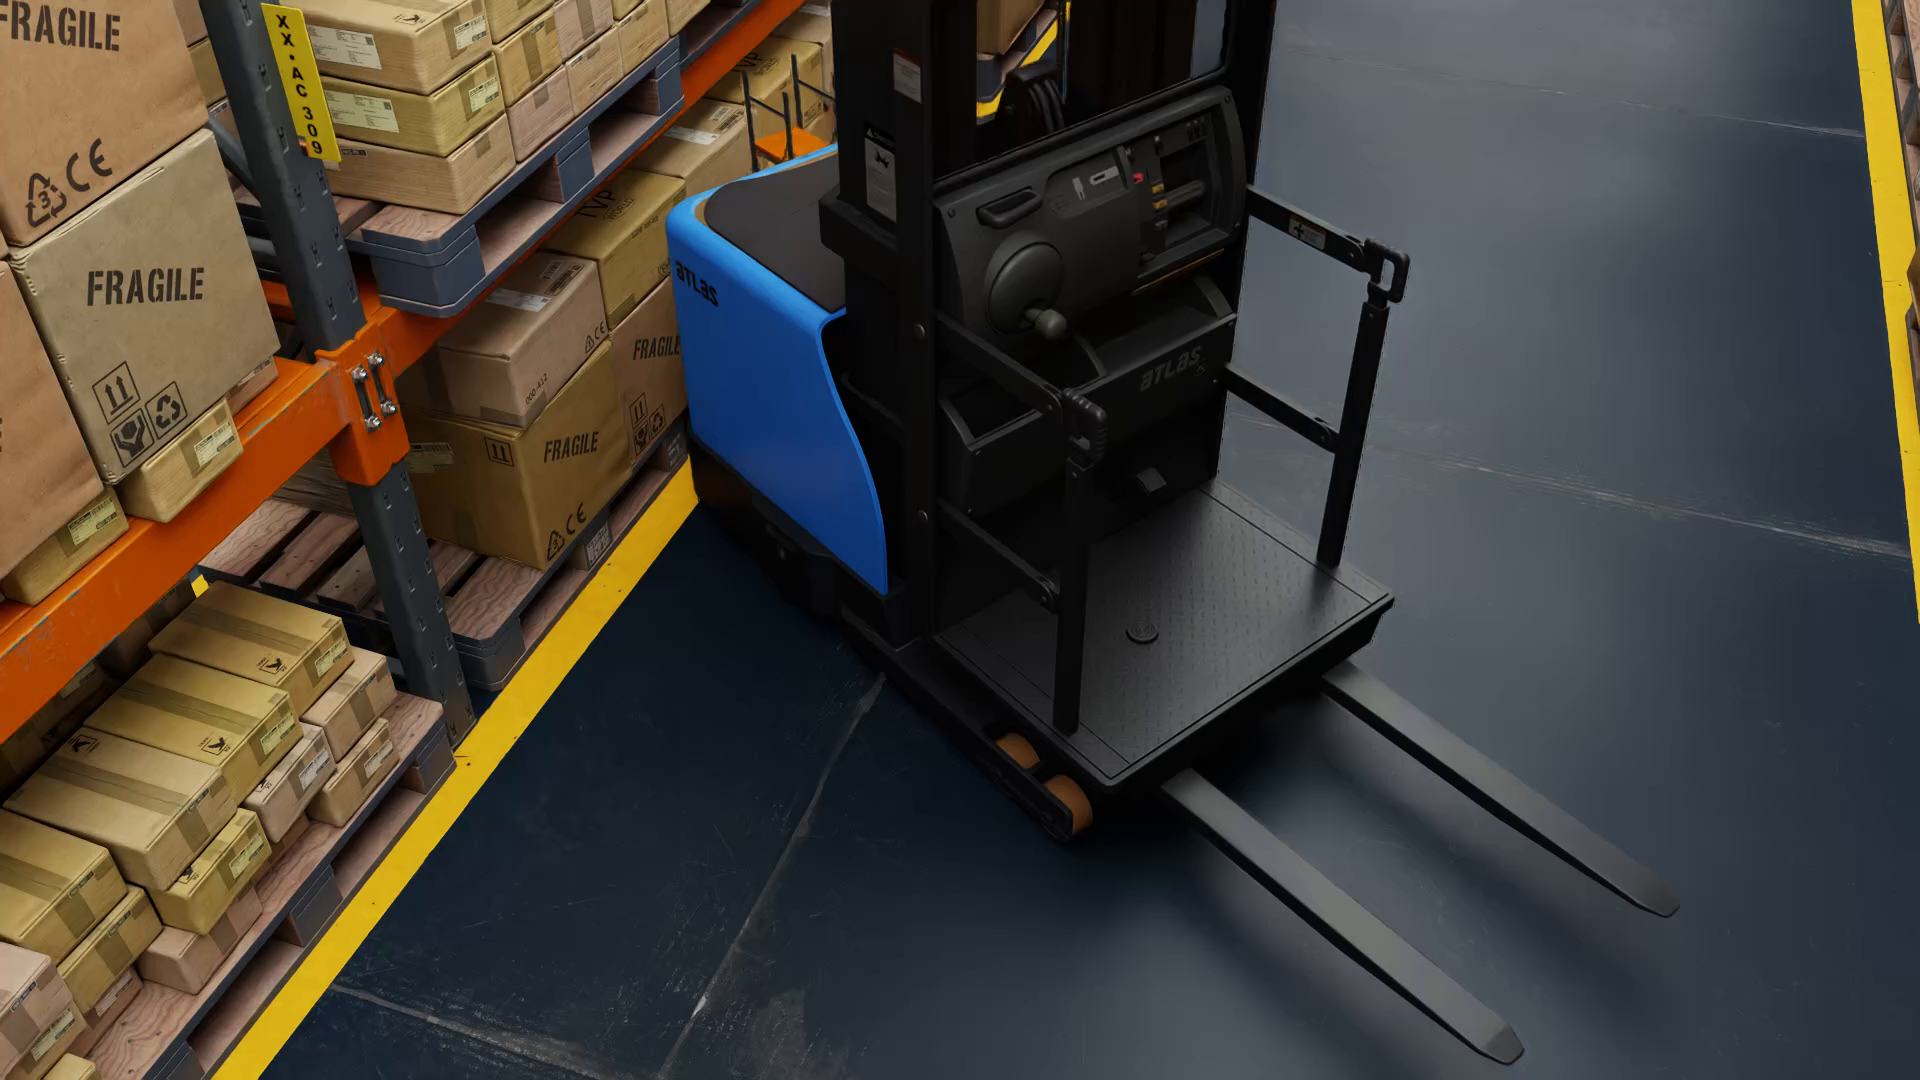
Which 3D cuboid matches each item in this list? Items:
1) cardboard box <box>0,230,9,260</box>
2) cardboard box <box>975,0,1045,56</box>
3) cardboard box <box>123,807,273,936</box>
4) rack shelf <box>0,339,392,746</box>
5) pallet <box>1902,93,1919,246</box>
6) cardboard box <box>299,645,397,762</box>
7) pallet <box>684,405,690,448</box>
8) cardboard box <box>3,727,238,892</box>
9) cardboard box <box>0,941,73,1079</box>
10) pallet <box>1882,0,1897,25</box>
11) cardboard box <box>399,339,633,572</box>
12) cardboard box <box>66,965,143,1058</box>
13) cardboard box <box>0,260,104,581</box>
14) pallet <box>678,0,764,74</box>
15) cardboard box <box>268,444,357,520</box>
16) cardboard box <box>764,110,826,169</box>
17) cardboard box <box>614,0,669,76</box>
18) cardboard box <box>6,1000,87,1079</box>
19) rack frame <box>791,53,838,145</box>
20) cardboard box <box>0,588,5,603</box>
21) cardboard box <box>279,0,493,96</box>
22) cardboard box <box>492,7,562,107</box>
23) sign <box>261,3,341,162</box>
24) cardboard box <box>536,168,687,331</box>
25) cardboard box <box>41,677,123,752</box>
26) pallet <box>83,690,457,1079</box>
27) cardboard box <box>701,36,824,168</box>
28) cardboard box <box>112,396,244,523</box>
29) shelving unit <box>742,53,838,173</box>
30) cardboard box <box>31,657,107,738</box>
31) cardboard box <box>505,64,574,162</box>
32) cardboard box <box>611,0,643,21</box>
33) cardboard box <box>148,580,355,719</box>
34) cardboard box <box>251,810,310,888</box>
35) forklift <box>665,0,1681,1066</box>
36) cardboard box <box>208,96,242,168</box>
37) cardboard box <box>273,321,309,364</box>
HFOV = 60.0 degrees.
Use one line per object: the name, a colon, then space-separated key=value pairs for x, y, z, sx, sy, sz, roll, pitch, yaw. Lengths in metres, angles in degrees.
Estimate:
cardboard box: x=-1.917 y=-0.571 z=2.531 sx=0.500 sy=0.500 sz=0.500 roll=12 pitch=42 yaw=14
cardboard box: x=-0.178 y=-2.798 z=7.628 sx=1.050 sy=0.750 sz=0.750 roll=13 pitch=42 yaw=14
cardboard box: x=-1.804 y=0.707 z=3.754 sx=0.380 sy=0.149 sz=0.250 roll=12 pitch=42 yaw=14
rack shelf: x=-2.523 y=0.791 z=2.566 sx=1.077 sy=0.370 sz=4.000 roll=13 pitch=42 yaw=15
pallet: x=4.424 y=-1.395 z=6.723 sx=1.003 sy=0.211 sz=1.213 roll=13 pitch=42 yaw=15
cardboard box: x=-1.648 y=0.372 z=4.147 sx=0.380 sy=0.149 sz=0.250 roll=14 pitch=42 yaw=16
pallet: x=-1.159 y=-0.864 z=6.099 sx=1.003 sy=0.211 sz=1.213 roll=13 pitch=42 yaw=15
cardboard box: x=-1.845 y=0.589 z=3.663 sx=0.380 sy=0.149 sz=0.250 roll=13 pitch=42 yaw=15
cardboard box: x=-2.012 y=0.915 z=3.281 sx=0.380 sy=0.149 sz=0.250 roll=11 pitch=42 yaw=13
pallet: x=5.258 y=-2.883 z=8.467 sx=1.003 sy=0.211 sz=1.213 roll=13 pitch=42 yaw=15
cardboard box: x=-1.337 y=-0.303 z=4.897 sx=0.500 sy=0.500 sz=0.500 roll=15 pitch=43 yaw=17
cardboard box: x=-2.054 y=0.986 z=3.656 sx=0.380 sy=0.149 sz=0.250 roll=12 pitch=42 yaw=14
cardboard box: x=-1.918 y=-0.180 z=2.843 sx=0.500 sy=0.500 sz=0.500 roll=12 pitch=42 yaw=14
pallet: x=-1.110 y=-1.853 z=5.258 sx=1.003 sy=0.211 sz=1.213 roll=13 pitch=42 yaw=15
cardboard box: x=-1.823 y=-0.419 z=5.032 sx=0.500 sy=0.500 sz=0.500 roll=13 pitch=42 yaw=14
cardboard box: x=-0.797 y=-1.250 z=6.006 sx=0.500 sy=0.500 sz=0.500 roll=11 pitch=42 yaw=13
cardboard box: x=-1.007 y=-1.380 z=4.426 sx=0.380 sy=0.149 sz=0.250 roll=14 pitch=42 yaw=16
cardboard box: x=-2.051 y=0.998 z=3.413 sx=0.380 sy=0.149 sz=0.250 roll=14 pitch=43 yaw=16
rack frame: x=-0.432 y=-0.989 z=5.475 sx=0.006 sy=1.200 sz=0.240 roll=-28 pitch=45 yaw=-29
cardboard box: x=-2.003 y=0.092 z=3.024 sx=0.380 sy=0.149 sz=0.250 roll=12 pitch=42 yaw=14
cardboard box: x=-1.272 y=-1.131 z=3.676 sx=0.380 sy=0.149 sz=0.250 roll=15 pitch=43 yaw=17
cardboard box: x=-1.185 y=-1.177 z=3.959 sx=0.380 sy=0.149 sz=0.250 roll=13 pitch=42 yaw=14
sign: x=-1.326 y=-0.916 z=3.346 sx=0.100 sy=0.325 sz=0.005 roll=13 pitch=42 yaw=15
cardboard box: x=-1.158 y=-0.914 z=5.035 sx=0.500 sy=0.250 sz=0.500 roll=14 pitch=43 yaw=16
cardboard box: x=-2.266 y=0.433 z=4.075 sx=0.380 sy=0.149 sz=0.250 roll=14 pitch=42 yaw=15
pallet: x=-2.035 y=0.776 z=4.178 sx=1.003 sy=0.211 sz=1.213 roll=13 pitch=42 yaw=15
cardboard box: x=-0.810 y=-1.544 z=5.773 sx=0.500 sy=0.250 sz=0.500 roll=14 pitch=42 yaw=16
cardboard box: x=-1.702 y=-0.200 z=3.366 sx=0.380 sy=0.149 sz=0.250 roll=12 pitch=42 yaw=14
shelving unit: x=-0.503 y=-0.951 z=5.431 sx=0.189 sy=1.200 sz=0.258 roll=-28 pitch=45 yaw=-29
cardboard box: x=-2.301 y=0.315 z=3.984 sx=0.380 sy=0.149 sz=0.250 roll=15 pitch=43 yaw=17
cardboard box: x=-1.183 y=-1.075 z=4.069 sx=0.380 sy=0.149 sz=0.250 roll=14 pitch=42 yaw=16
cardboard box: x=-1.009 y=-1.493 z=4.329 sx=0.380 sy=0.149 sz=0.250 roll=12 pitch=42 yaw=13
cardboard box: x=-1.716 y=0.271 z=4.036 sx=0.380 sy=0.149 sz=0.250 roll=14 pitch=43 yaw=16
cardboard box: x=-1.820 y=0.677 z=4.018 sx=0.380 sy=0.149 sz=0.250 roll=14 pitch=43 yaw=16
forklift: x=0.472 y=-0.708 z=3.822 sx=1.130 sy=2.935 sz=3.031 roll=-28 pitch=48 yaw=-29
cardboard box: x=-1.889 y=-1.053 z=4.043 sx=0.380 sy=0.149 sz=0.250 roll=12 pitch=42 yaw=14
cardboard box: x=-1.822 y=-0.707 z=4.792 sx=0.500 sy=0.250 sz=0.500 roll=12 pitch=42 yaw=14
